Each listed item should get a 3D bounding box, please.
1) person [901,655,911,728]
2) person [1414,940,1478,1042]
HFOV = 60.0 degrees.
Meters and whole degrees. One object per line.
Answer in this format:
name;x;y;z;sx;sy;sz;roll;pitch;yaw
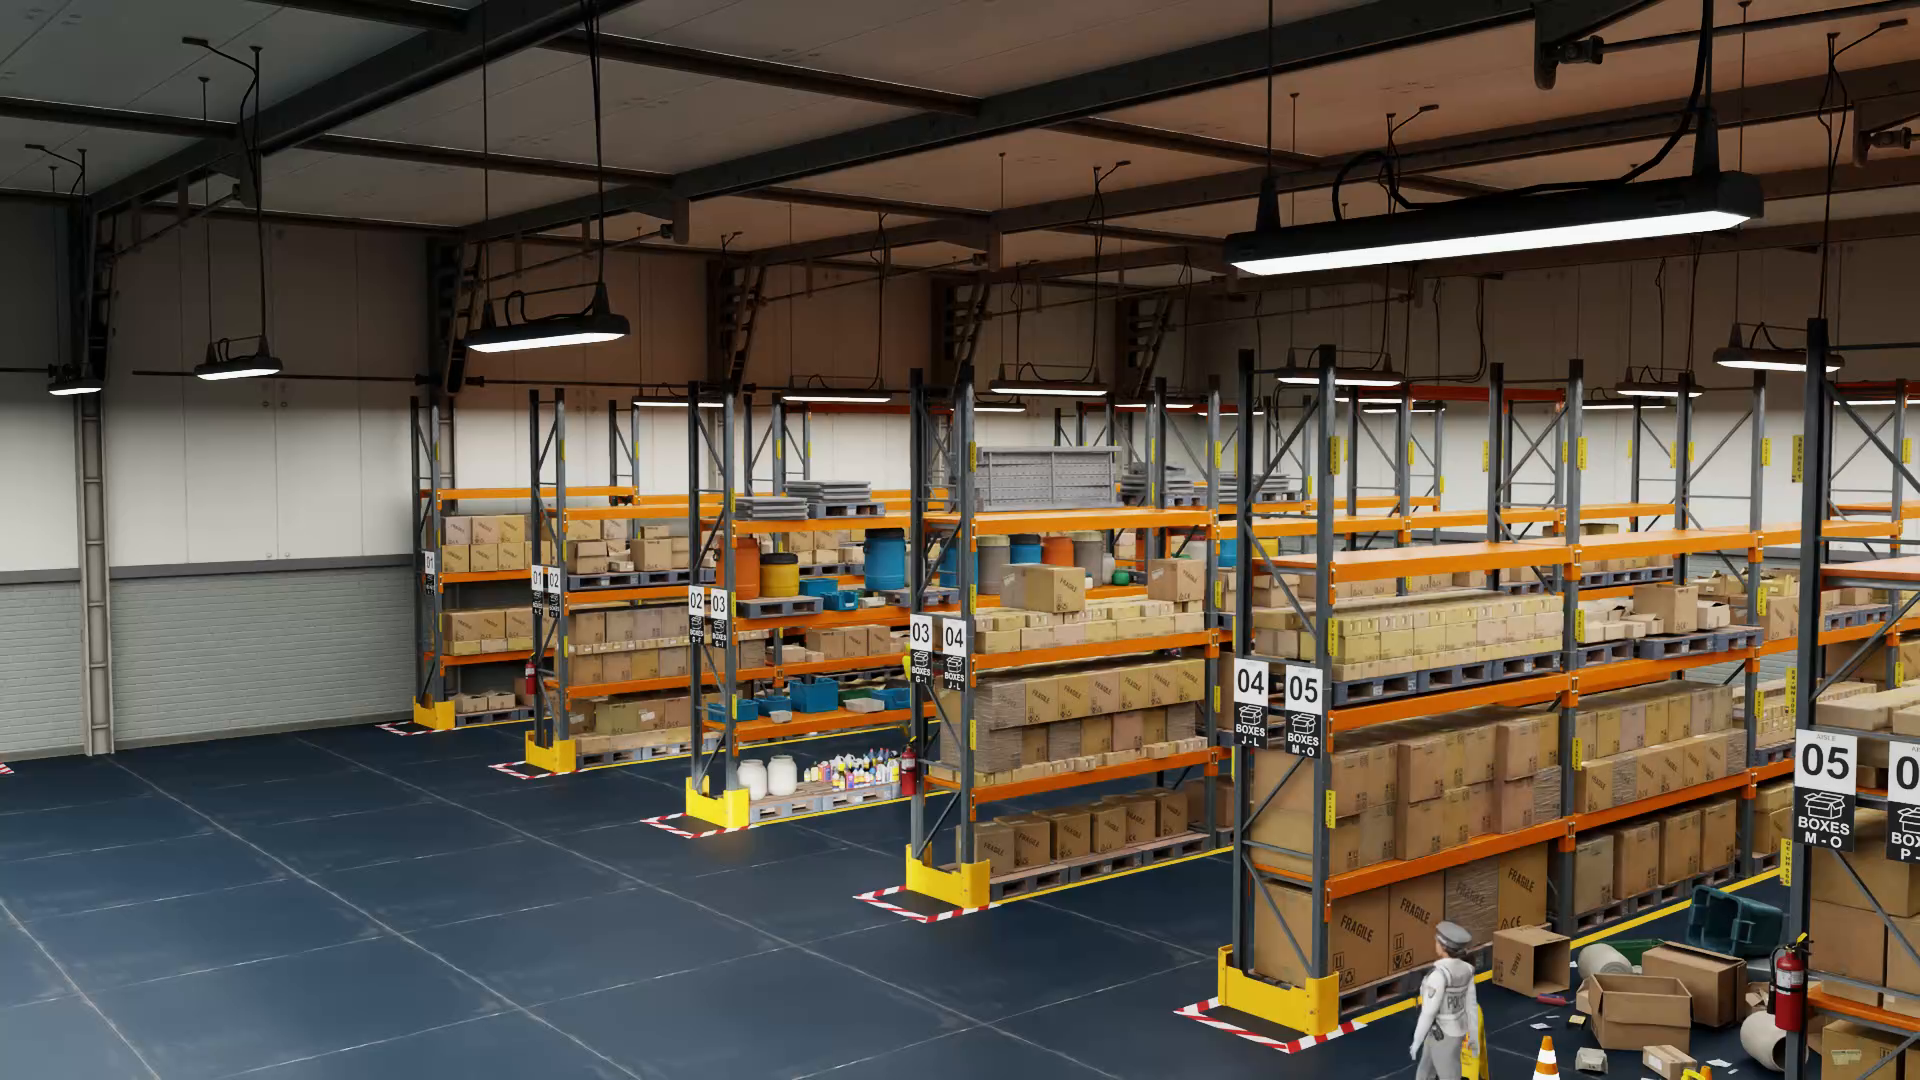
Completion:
person;-0.780;2.691;28.591;0.469;1.422;0.485;0;3;-2
person;3.555;3.634;12.128;0.957;1.617;0.450;2;4;29
